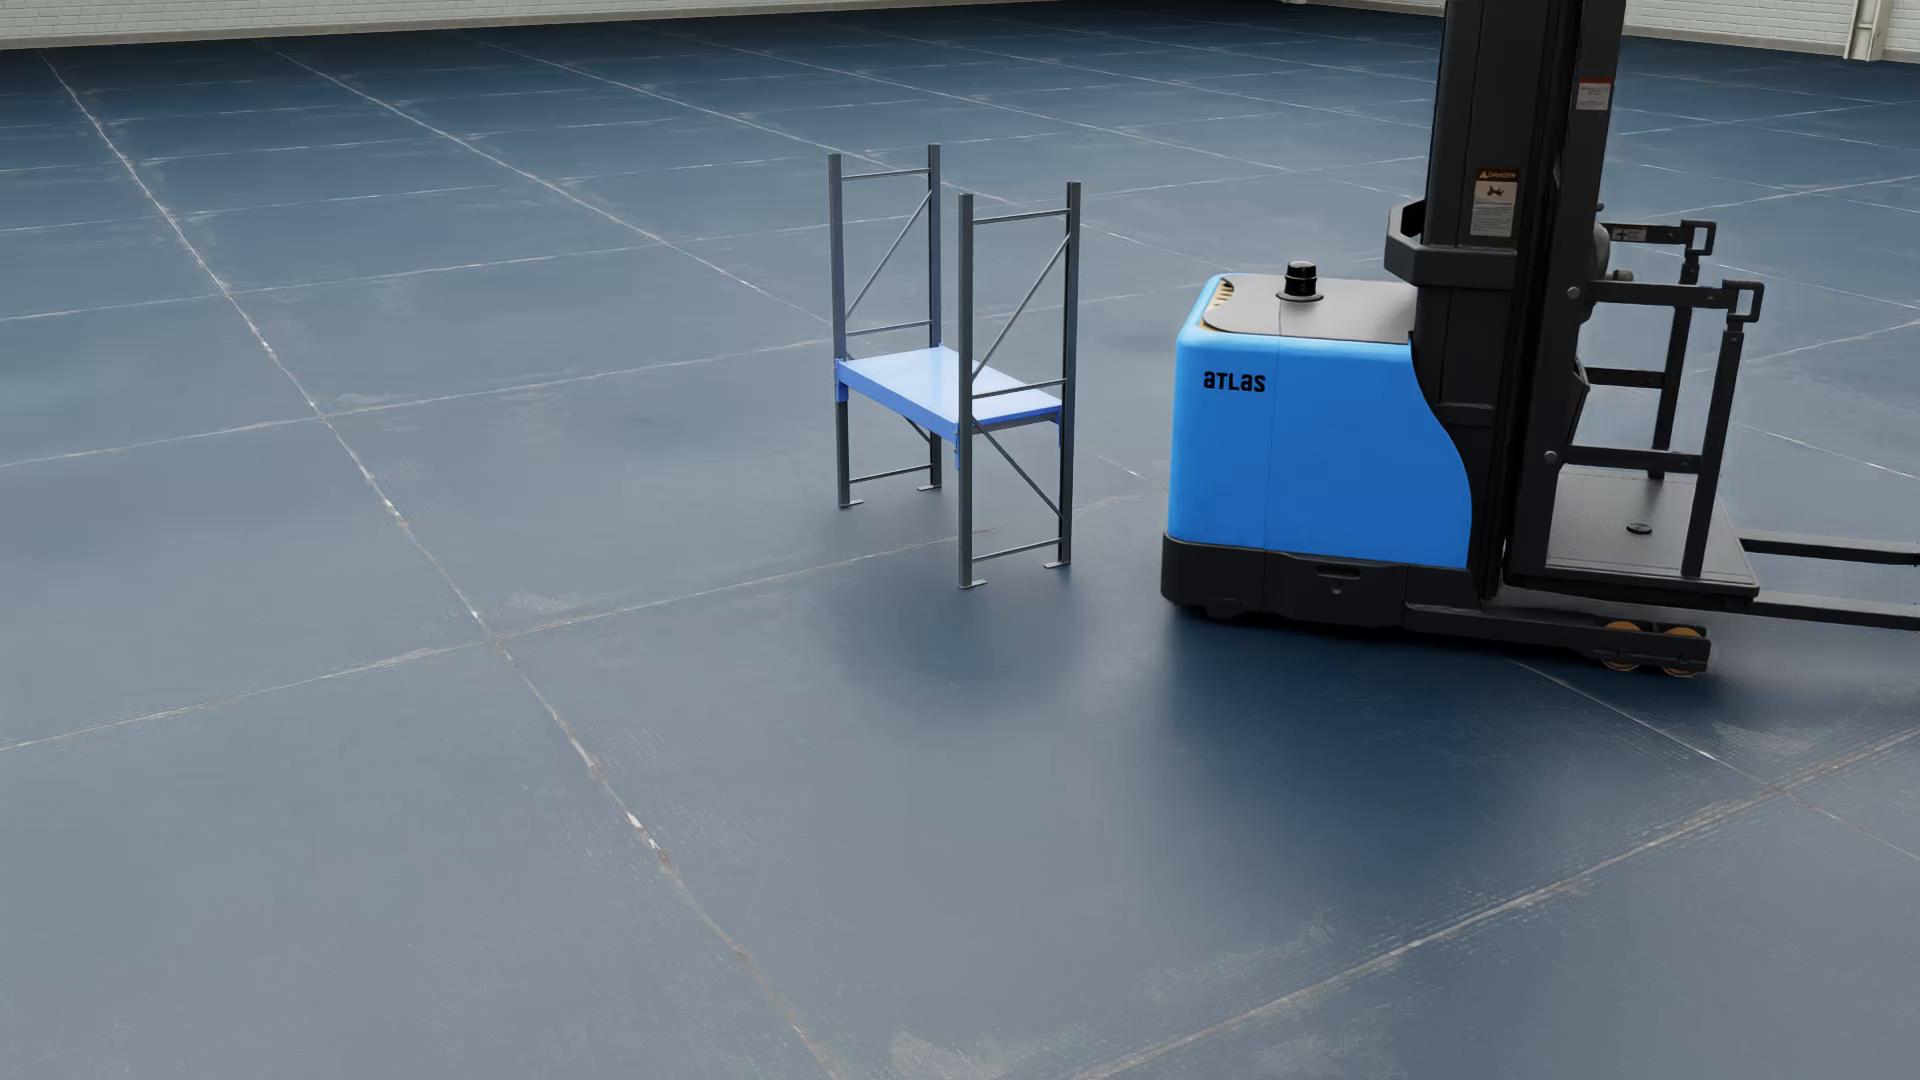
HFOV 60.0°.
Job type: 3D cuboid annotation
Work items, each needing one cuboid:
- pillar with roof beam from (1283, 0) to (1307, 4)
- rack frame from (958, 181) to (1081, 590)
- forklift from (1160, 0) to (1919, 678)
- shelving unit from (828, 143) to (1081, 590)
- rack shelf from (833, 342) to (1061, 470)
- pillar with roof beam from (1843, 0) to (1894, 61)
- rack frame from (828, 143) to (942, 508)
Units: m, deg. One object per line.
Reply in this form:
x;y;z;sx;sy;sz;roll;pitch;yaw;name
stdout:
2.982;-14.051;29.430;9.100;9.000;0.400;-13;25;-28;pillar with roof beam
0.216;-0.558;6.192;0.500;1.500;0.032;-13;25;-28;rack frame
2.315;-1.112;5.654;3.031;2.935;1.130;6;23;14;forklift
-0.044;-0.722;6.597;0.538;1.500;1.048;-13;25;-28;shelving unit
-0.044;-0.556;6.665;0.538;0.185;1.000;-13;25;-28;rack shelf
9.112;-10.166;19.873;9.100;9.000;0.400;-13;25;-28;pillar with roof beam
-0.303;-0.887;7.002;0.500;1.500;0.032;-13;25;-28;rack frame
